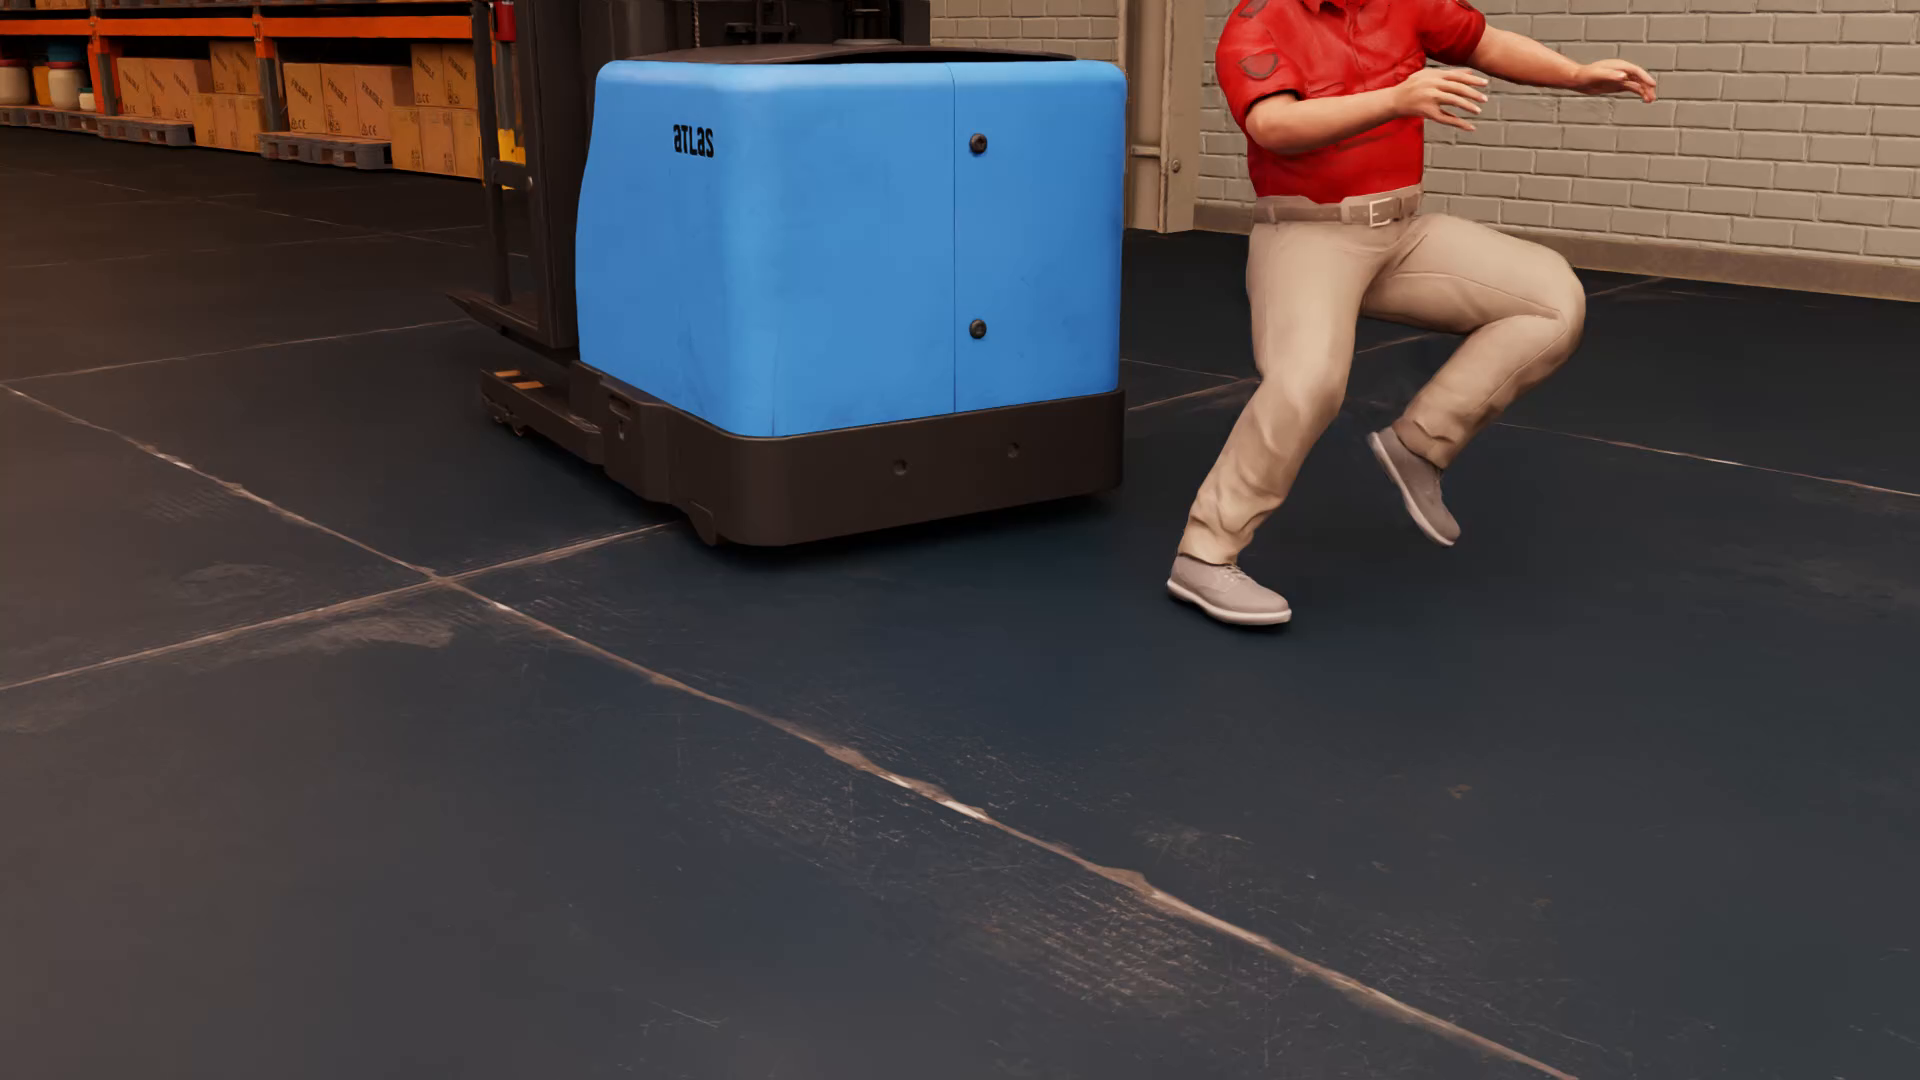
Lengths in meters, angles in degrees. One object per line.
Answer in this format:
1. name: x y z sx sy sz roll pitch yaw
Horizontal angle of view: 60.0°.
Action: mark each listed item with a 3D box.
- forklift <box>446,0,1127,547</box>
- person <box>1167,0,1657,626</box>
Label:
1. forklift: -0.797 -1.766 4.648 1.130 2.935 3.031 -10 20 -30
2. person: 0.889 -0.620 3.386 0.916 1.474 0.785 -8 19 -25
